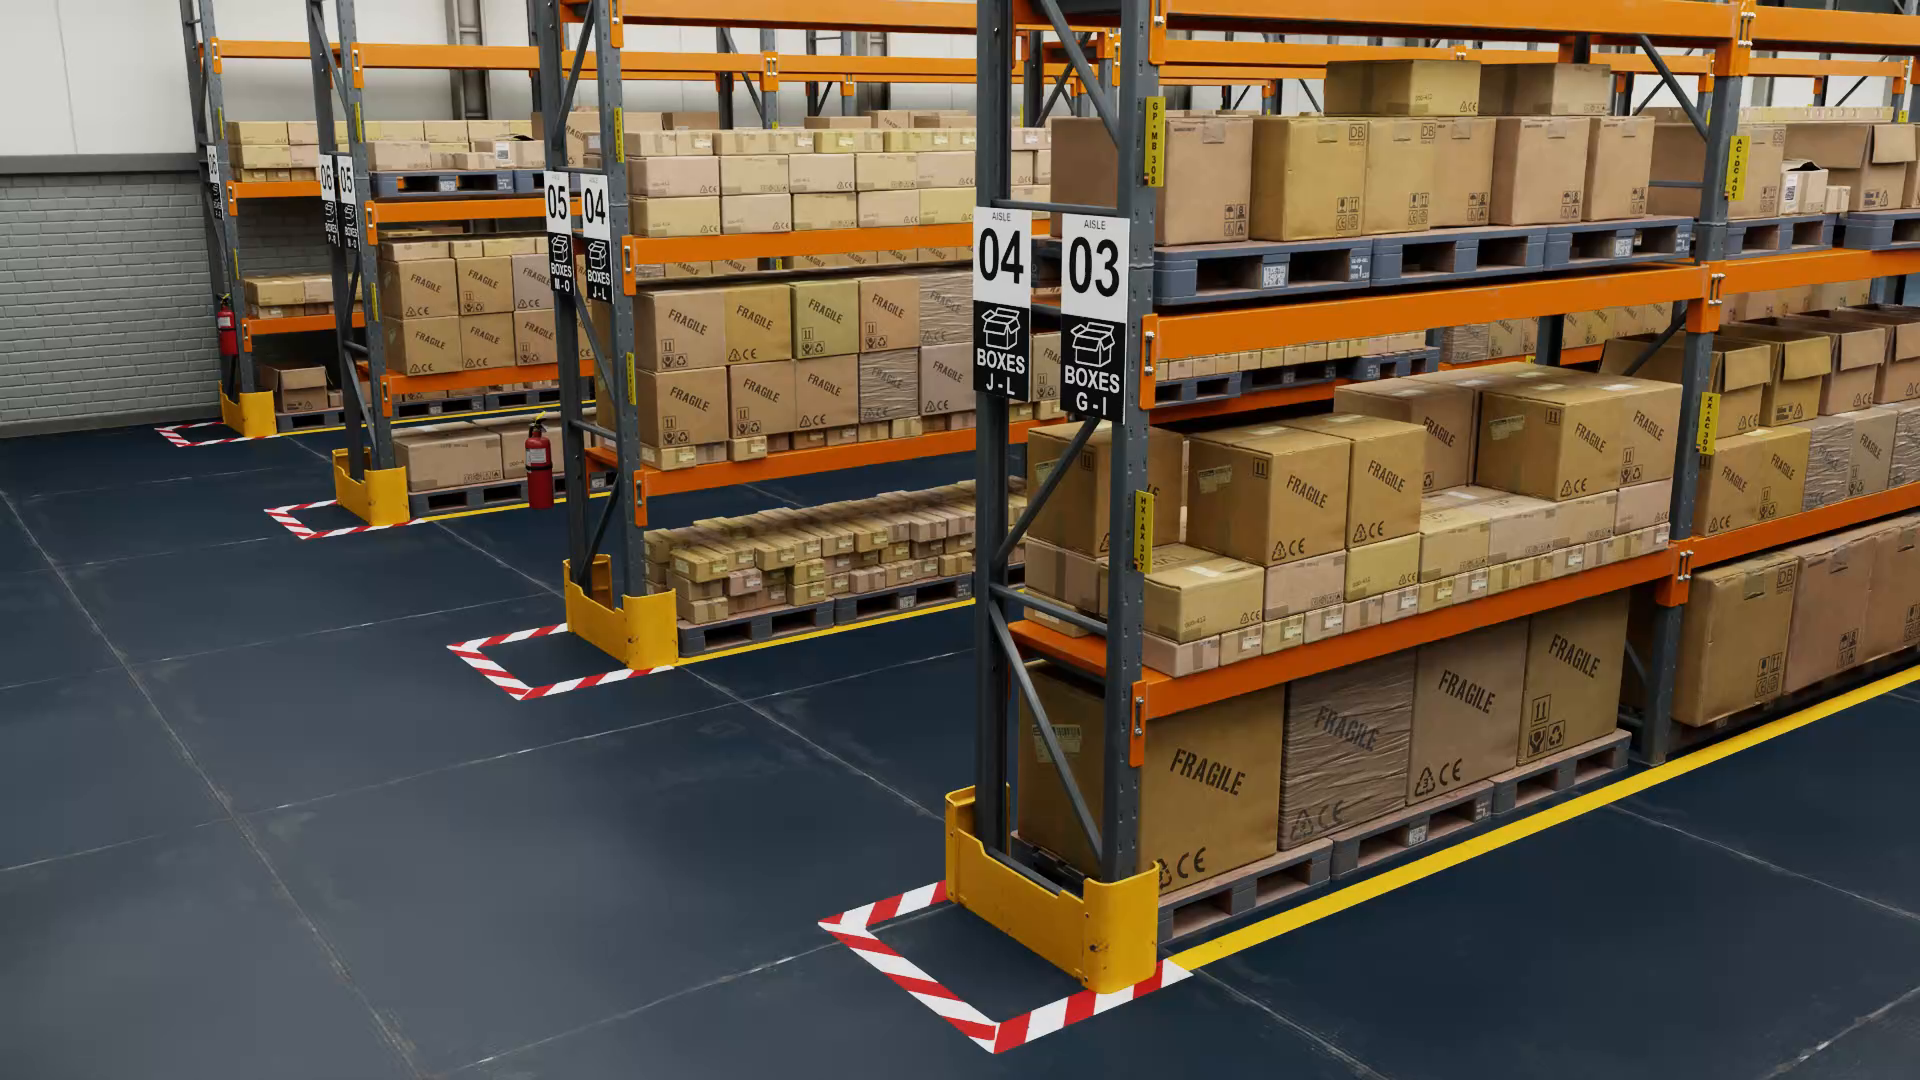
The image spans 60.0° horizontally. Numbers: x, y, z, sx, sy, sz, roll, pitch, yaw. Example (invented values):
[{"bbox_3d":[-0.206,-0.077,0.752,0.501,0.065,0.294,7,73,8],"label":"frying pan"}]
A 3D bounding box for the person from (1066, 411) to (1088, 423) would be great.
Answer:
[{"bbox_3d":[0.854,-0.183,11.721,0.317,1.663,0.436,-10,18,-34],"label":"person"}]
